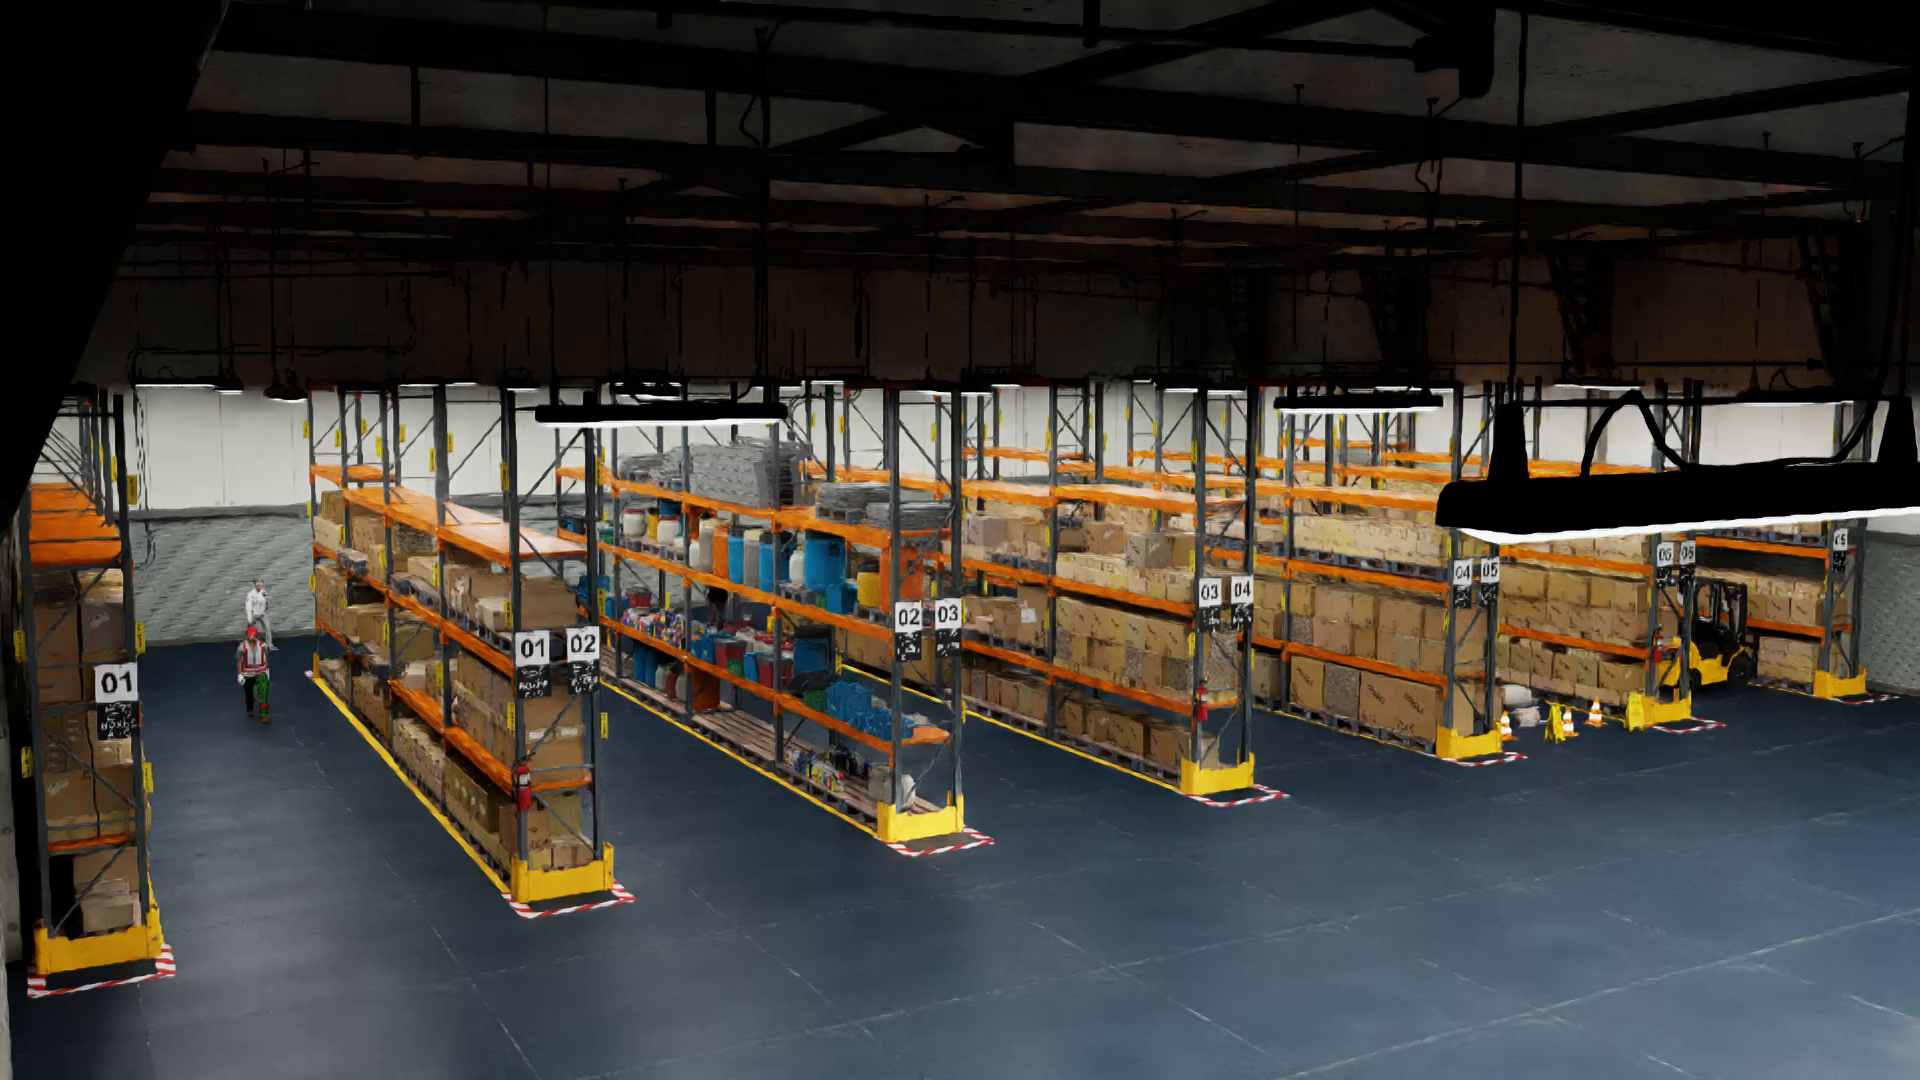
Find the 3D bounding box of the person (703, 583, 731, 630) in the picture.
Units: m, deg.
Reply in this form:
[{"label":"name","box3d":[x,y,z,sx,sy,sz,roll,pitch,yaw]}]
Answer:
[{"label":"person","box3d":[-5.608,1.429,38.369,0.677,1.674,0.532,-4,7,-31]}]

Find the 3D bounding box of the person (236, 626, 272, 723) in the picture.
[{"label":"person","box3d":[-12.459,2.349,29.338,0.553,1.709,1.123,-3,7,-27]}]

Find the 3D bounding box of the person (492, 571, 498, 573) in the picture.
[{"label":"person","box3d":[-10.655,1.489,38.120,0.628,1.599,0.828,-3,7,-24]}]

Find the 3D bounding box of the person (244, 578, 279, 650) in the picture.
[{"label":"person","box3d":[-15.486,1.637,36.650,0.937,1.613,0.529,5,8,38]}]

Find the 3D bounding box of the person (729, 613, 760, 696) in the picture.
[{"label":"person","box3d":[-4.102,2.161,31.621,0.455,1.587,1.088,-4,7,-31]}]
